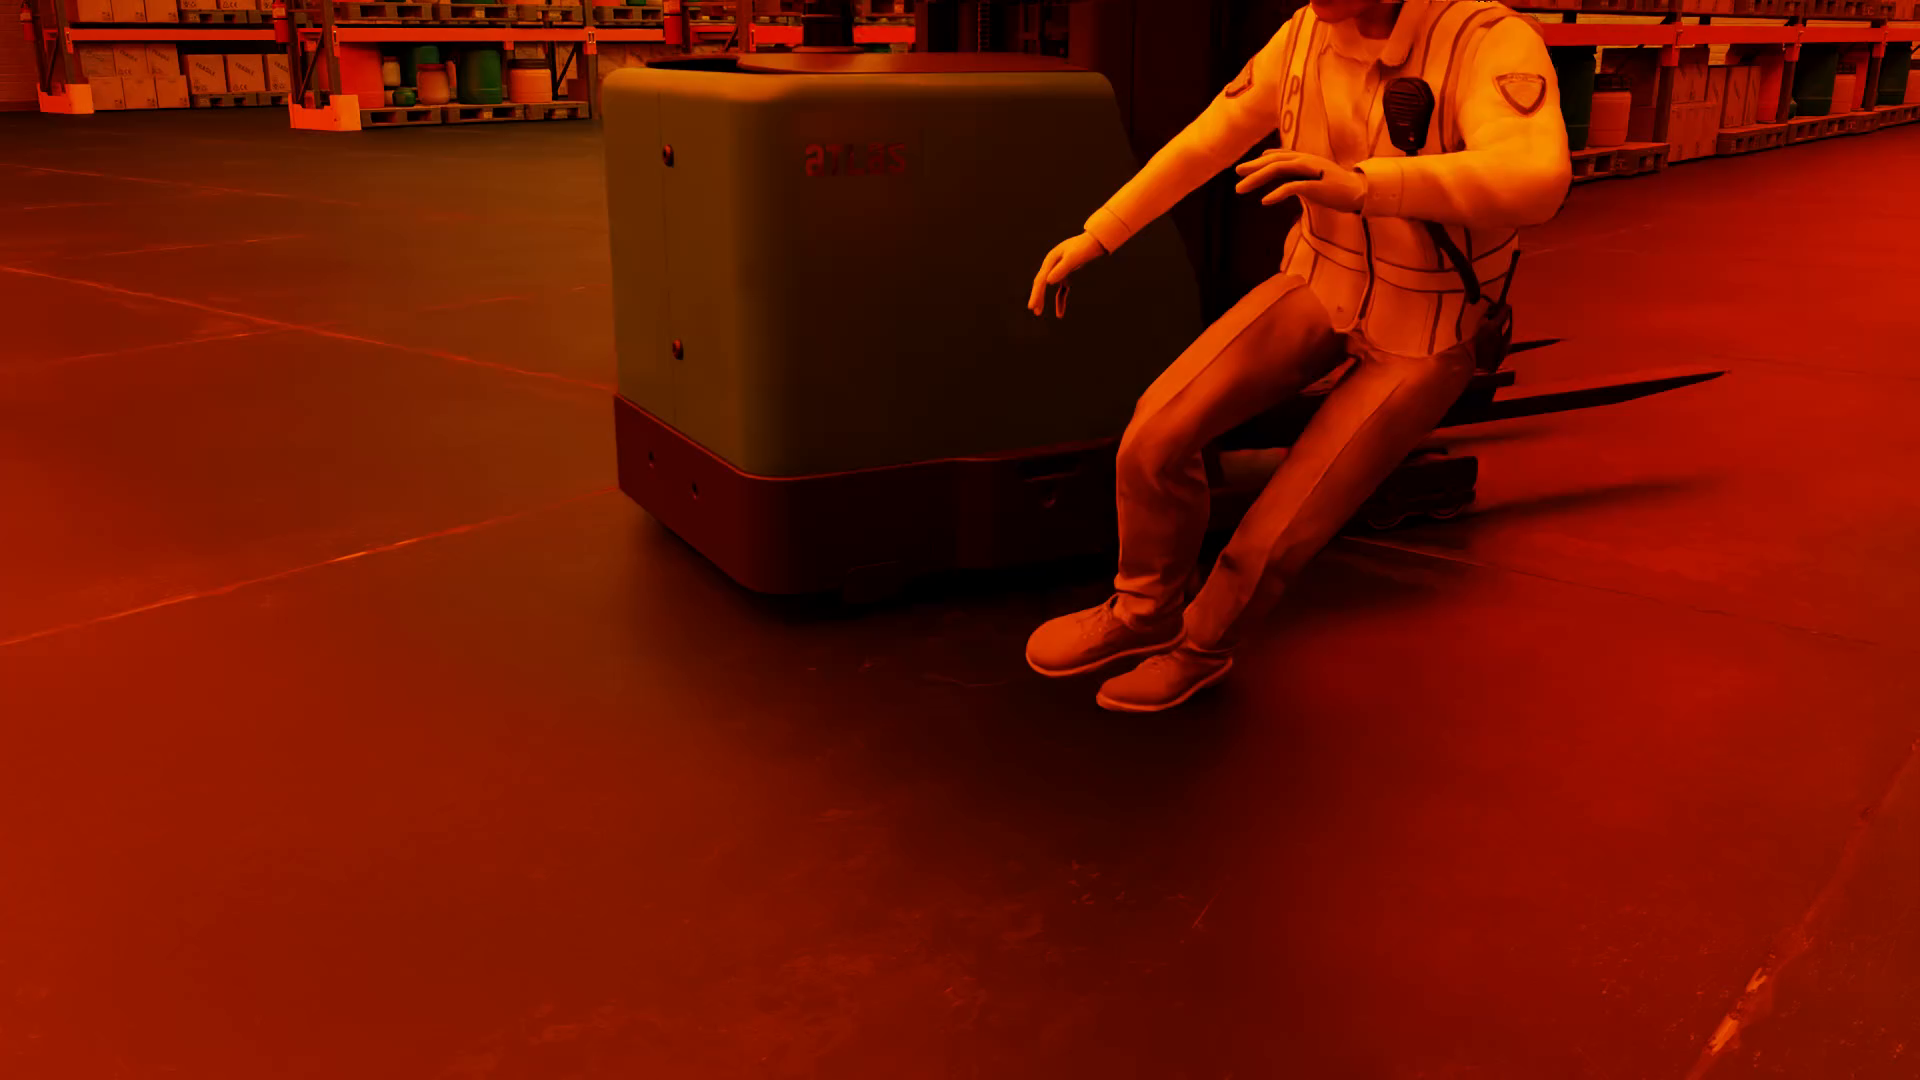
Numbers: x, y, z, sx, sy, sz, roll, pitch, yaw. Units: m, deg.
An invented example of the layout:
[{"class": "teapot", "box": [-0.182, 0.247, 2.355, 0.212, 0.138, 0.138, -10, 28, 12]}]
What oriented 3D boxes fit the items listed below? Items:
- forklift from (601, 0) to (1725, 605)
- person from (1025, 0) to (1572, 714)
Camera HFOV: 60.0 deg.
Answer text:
[{"class": "forklift", "box": [0.701, -1.552, 4.010, 3.031, 2.935, 1.130, -9, 19, -27]}, {"class": "person", "box": [0.478, -0.300, 2.507, 0.894, 1.436, 0.832, 11, 20, 33]}]
